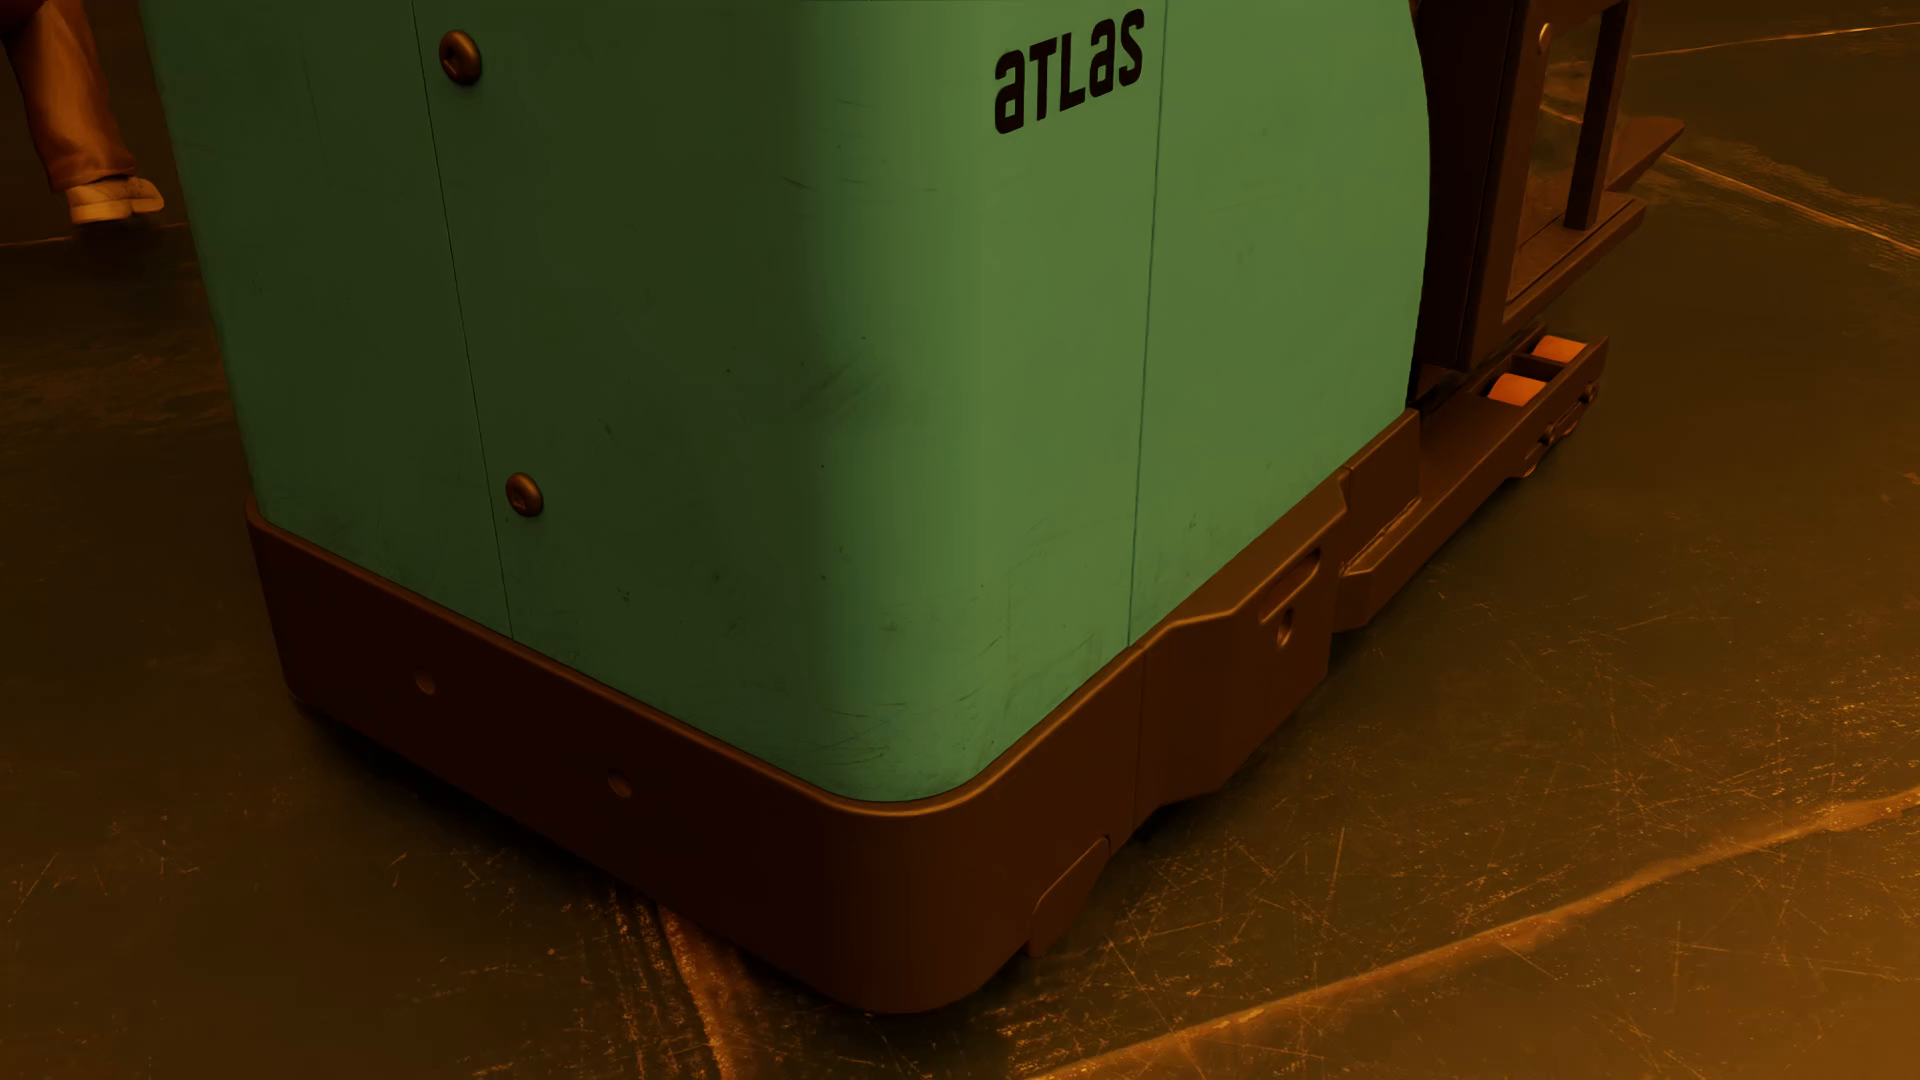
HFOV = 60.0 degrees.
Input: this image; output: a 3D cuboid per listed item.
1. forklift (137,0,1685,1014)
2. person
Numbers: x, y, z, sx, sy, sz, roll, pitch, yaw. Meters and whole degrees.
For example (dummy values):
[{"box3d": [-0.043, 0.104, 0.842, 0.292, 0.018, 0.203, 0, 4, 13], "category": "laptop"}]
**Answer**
[{"box3d": [0.434, -1.500, 2.172, 1.130, 2.935, 3.031, 20, 35, 31], "category": "forklift"}, {"box3d": [-2.127, -1.239, 3.218, 0.879, 1.547, 0.859, -5, 30, -9], "category": "person"}]
